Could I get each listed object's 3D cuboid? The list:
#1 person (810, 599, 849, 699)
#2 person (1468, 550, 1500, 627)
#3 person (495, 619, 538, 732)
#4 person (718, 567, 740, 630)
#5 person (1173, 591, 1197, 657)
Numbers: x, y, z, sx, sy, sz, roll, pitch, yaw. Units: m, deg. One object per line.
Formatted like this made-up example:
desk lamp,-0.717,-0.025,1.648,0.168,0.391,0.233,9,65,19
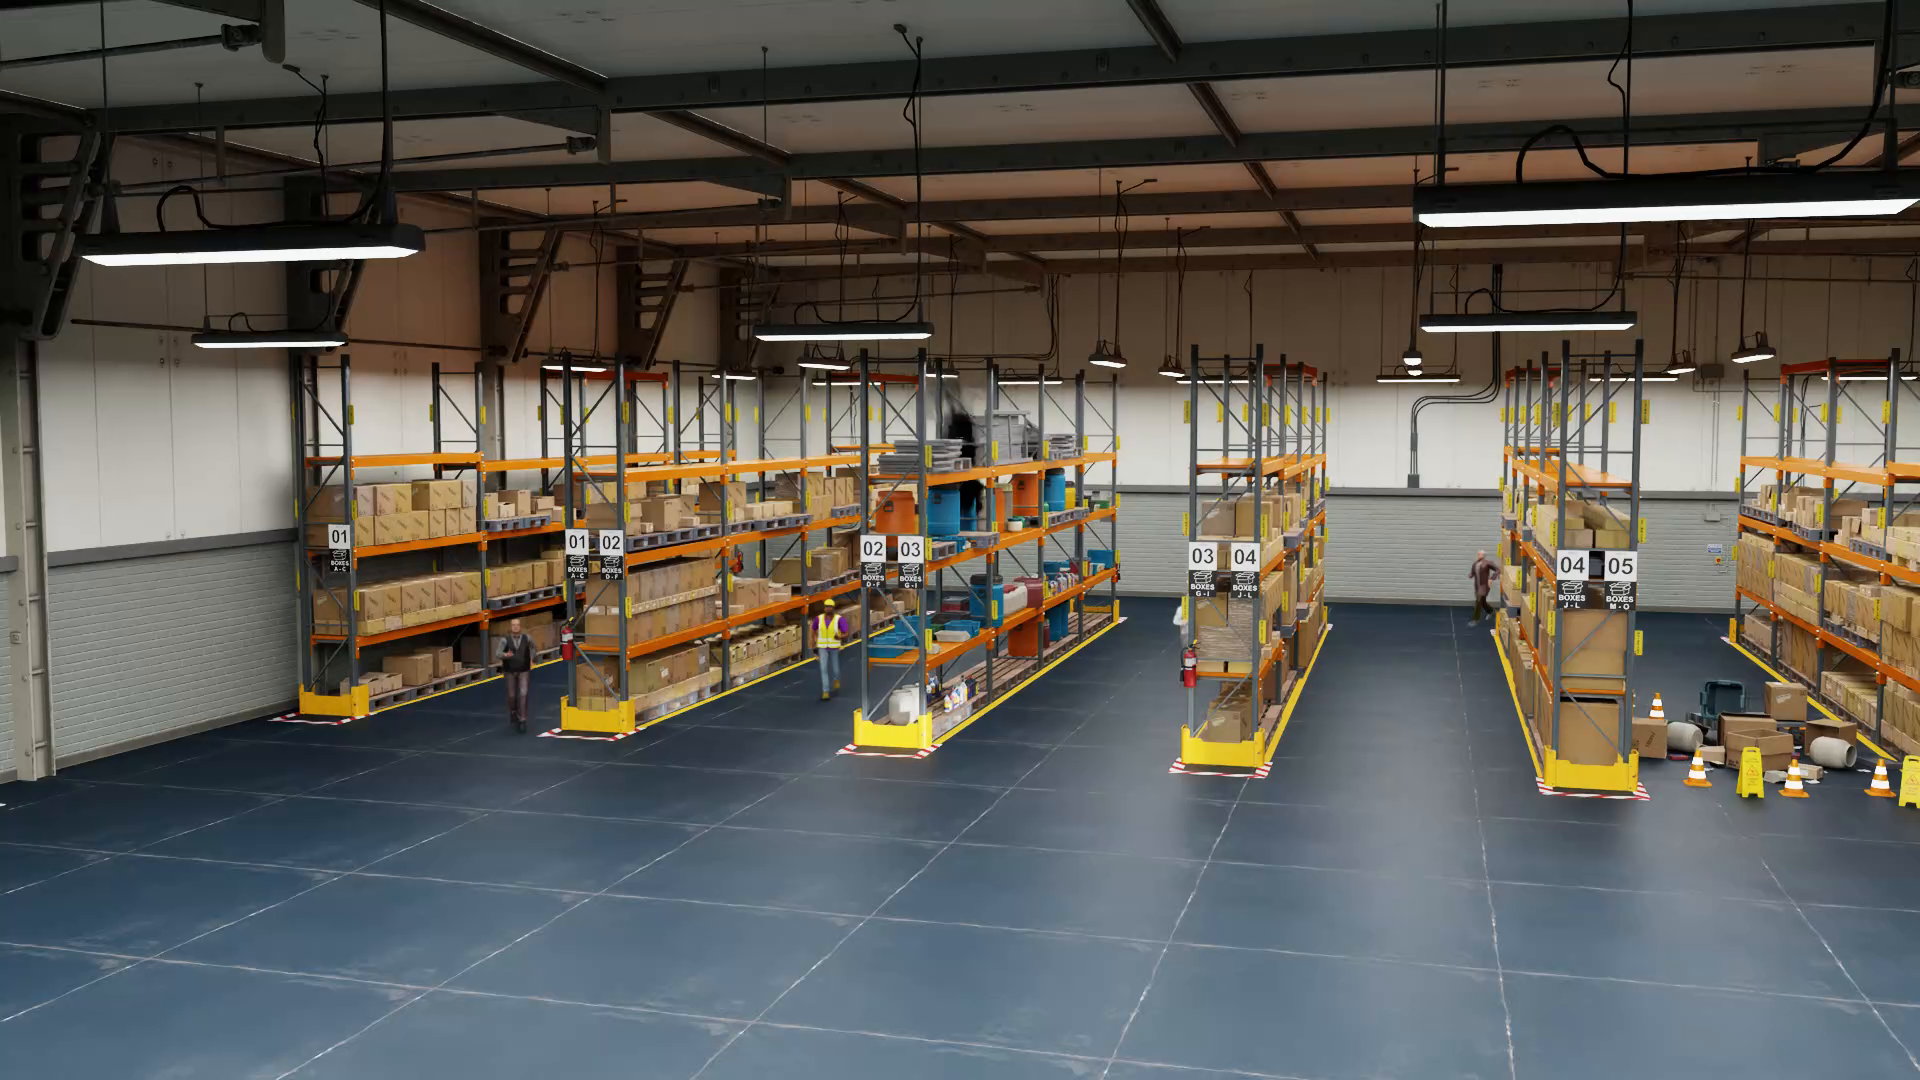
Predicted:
person,-2.324,1.919,29.547,0.715,1.741,0.870,0,4,4
person,12.482,1.139,39.649,1.060,1.801,0.704,-2,5,-28
person,-7.066,2.131,26.514,0.656,1.732,0.880,-1,4,-15
person,-5.221,1.378,37.800,0.604,1.616,0.671,1,4,14
person,4.315,1.786,31.244,0.617,1.684,0.919,1,4,10
